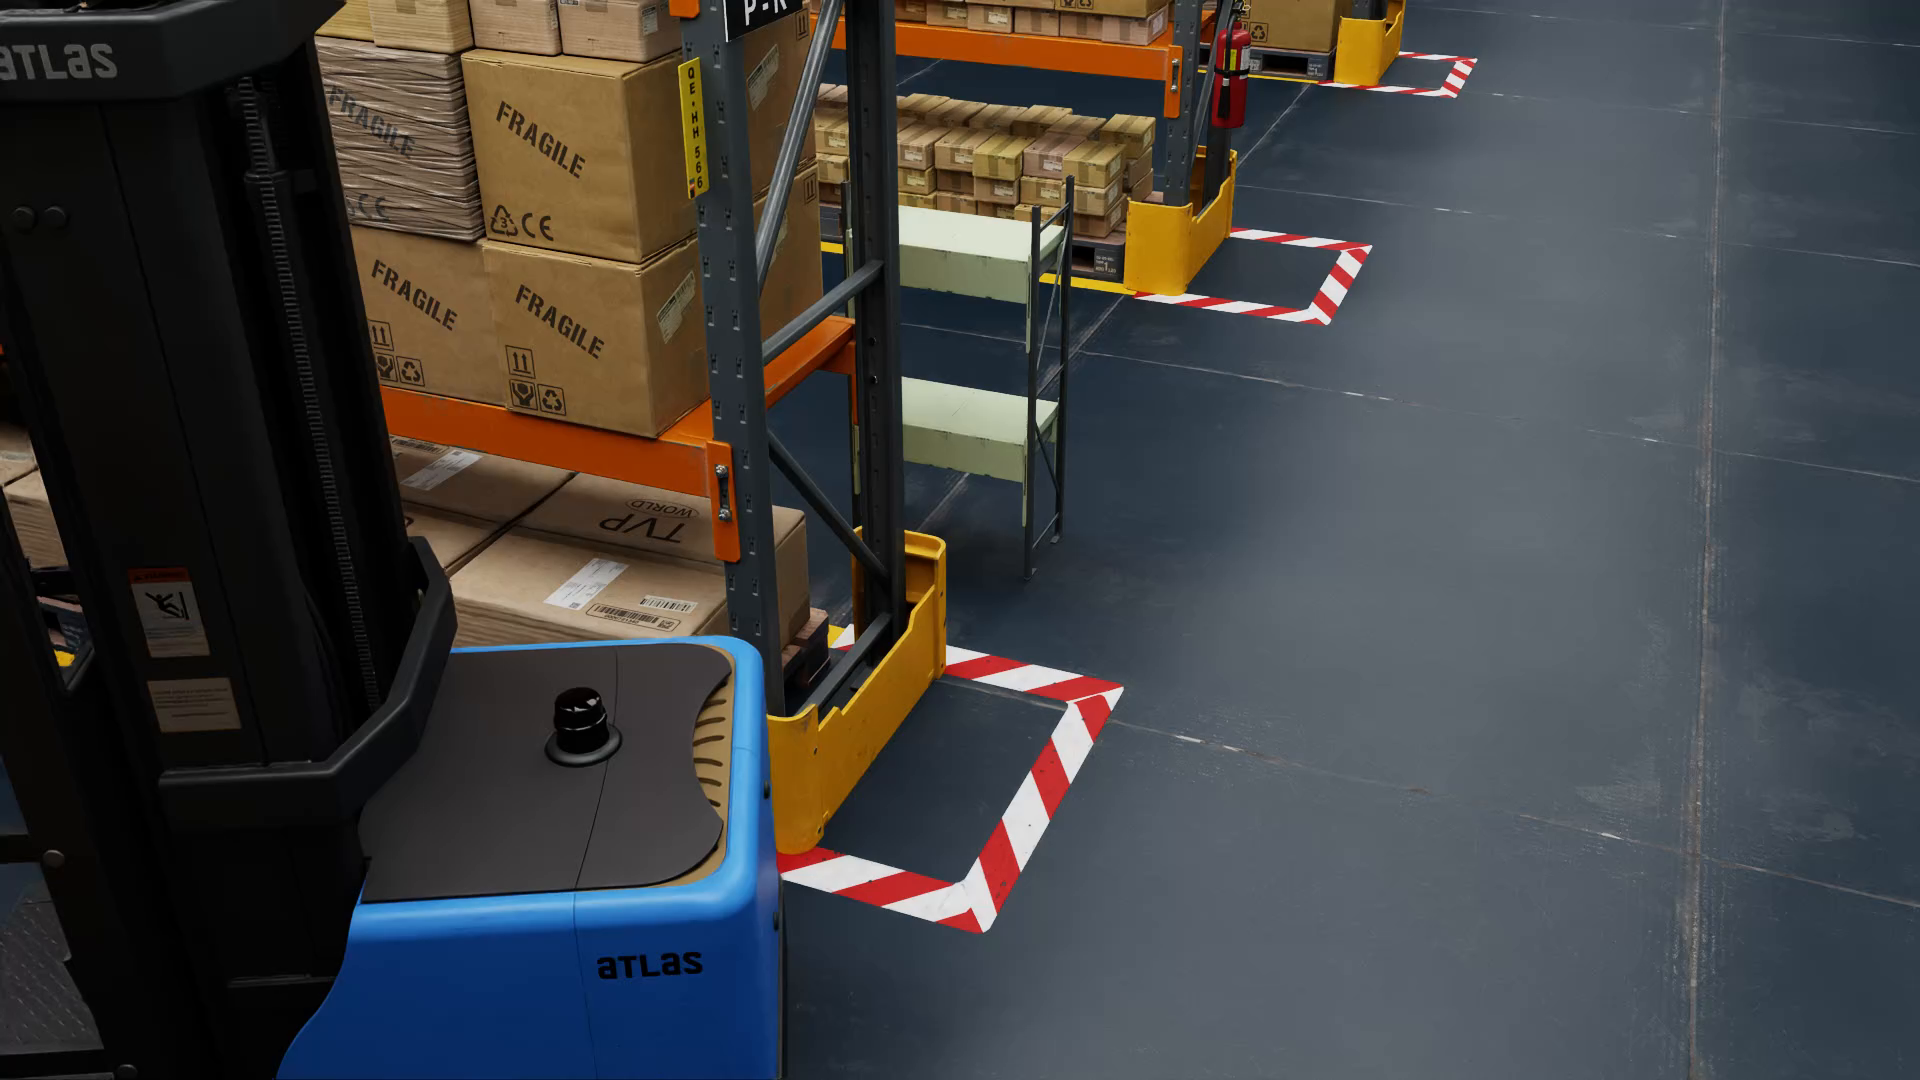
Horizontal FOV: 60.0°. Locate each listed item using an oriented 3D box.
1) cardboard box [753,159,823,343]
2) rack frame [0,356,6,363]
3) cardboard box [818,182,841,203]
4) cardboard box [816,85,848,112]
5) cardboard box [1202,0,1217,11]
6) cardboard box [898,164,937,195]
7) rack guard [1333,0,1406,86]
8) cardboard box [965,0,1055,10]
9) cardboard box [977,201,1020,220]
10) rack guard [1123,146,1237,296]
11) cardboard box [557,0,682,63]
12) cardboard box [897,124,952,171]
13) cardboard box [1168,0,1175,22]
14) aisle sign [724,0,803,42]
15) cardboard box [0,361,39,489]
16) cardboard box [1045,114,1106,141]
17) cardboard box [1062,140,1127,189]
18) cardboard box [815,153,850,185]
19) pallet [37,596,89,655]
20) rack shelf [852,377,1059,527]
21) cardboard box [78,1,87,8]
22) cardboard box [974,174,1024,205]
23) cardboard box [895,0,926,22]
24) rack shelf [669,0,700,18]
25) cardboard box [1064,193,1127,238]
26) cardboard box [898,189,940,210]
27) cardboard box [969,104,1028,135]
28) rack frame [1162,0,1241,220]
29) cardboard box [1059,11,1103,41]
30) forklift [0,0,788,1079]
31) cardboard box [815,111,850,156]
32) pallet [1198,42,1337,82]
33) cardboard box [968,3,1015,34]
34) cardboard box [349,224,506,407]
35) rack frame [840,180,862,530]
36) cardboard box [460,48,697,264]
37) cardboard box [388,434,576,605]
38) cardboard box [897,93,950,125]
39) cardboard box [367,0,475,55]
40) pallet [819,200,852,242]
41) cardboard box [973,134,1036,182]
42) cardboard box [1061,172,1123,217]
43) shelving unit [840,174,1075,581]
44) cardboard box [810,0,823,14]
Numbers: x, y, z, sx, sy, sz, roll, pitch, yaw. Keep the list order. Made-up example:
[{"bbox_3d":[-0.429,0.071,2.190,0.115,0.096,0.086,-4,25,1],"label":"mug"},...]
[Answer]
[{"bbox_3d":[-0.767,-0.904,5.199,0.500,0.500,0.500,11,31,19],"label":"cardboard box"},{"bbox_3d":[-4.137,-1.381,6.144,0.127,3.000,1.000,11,31,19],"label":"rack frame"},{"bbox_3d":[-0.663,-2.149,9.974,0.250,0.149,0.380,12,32,21],"label":"cardboard box"},{"bbox_3d":[-0.706,-2.702,10.348,0.250,0.149,0.380,10,31,17],"label":"cardboard box"},{"bbox_3d":[1.829,-4.667,13.692,0.875,0.875,0.875,11,31,19],"label":"cardboard box"},{"bbox_3d":[-0.226,-2.140,9.656,0.250,0.149,0.380,12,32,20],"label":"cardboard box"},{"bbox_3d":[3.318,-4.067,13.437,0.348,0.500,1.175,11,31,19],"label":"rack guard"},{"bbox_3d":[0.349,-3.153,8.876,0.500,0.500,0.500,11,31,18],"label":"cardboard box"},{"bbox_3d":[0.282,-1.950,9.622,0.250,0.149,0.380,11,31,19],"label":"cardboard box"},{"bbox_3d":[1.267,-1.842,9.501,0.348,0.500,1.175,11,31,19],"label":"rack guard"},{"bbox_3d":[-0.838,-1.377,4.361,0.250,0.149,0.380,12,32,20],"label":"cardboard box"},{"bbox_3d":[-0.234,-2.263,9.572,0.250,0.149,0.380,12,32,21],"label":"cardboard box"},{"bbox_3d":[1.160,-3.016,9.294,0.250,0.149,0.380,11,31,19],"label":"cardboard box"},{"bbox_3d":[-0.480,-1.618,3.922,0.004,0.787,0.394,11,31,19],"label":"aisle sign"},{"bbox_3d":[-3.595,-0.283,6.379,0.875,0.438,0.875,11,31,18],"label":"cardboard box"},{"bbox_3d":[0.679,-2.365,9.752,0.250,0.149,0.380,12,32,20],"label":"cardboard box"},{"bbox_3d":[0.751,-2.099,9.282,0.250,0.149,0.380,12,32,20],"label":"cardboard box"},{"bbox_3d":[-0.722,-2.235,9.823,0.250,0.149,0.380,12,31,20],"label":"cardboard box"},{"bbox_3d":[-3.462,0.010,6.518,1.213,0.211,1.003,11,31,19],"label":"pallet"},{"bbox_3d":[-0.006,-0.370,6.544,0.720,0.370,0.431,11,31,19],"label":"rack shelf"},{"bbox_3d":[-2.538,-1.675,4.888,0.250,0.149,0.380,11,31,19],"label":"cardboard box"},{"bbox_3d":[0.259,-2.050,9.497,0.250,0.149,0.380,10,31,17],"label":"cardboard box"},{"bbox_3d":[-0.232,-3.017,9.294,0.250,0.149,0.380,10,31,17],"label":"cardboard box"},{"bbox_3d":[-2.284,-2.003,4.929,4.000,0.370,1.077,11,31,19],"label":"rack shelf"},{"bbox_3d":[0.771,-1.860,9.463,0.250,0.149,0.380,12,32,20],"label":"cardboard box"},{"bbox_3d":[-0.211,-2.008,9.725,0.250,0.149,0.380,10,31,17],"label":"cardboard box"},{"bbox_3d":[0.232,-2.478,9.952,0.250,0.149,0.380,10,31,17],"label":"cardboard box"},{"bbox_3d":[1.337,-2.916,8.861,0.127,3.000,1.000,11,31,19],"label":"rack frame"},{"bbox_3d":[0.712,-2.802,8.913,0.250,0.149,0.380,11,31,19],"label":"cardboard box"},{"bbox_3d":[-1.949,0.189,3.436,3.031,2.935,1.130,-3,30,-4],"label":"forklift"},{"bbox_3d":[-0.690,-2.398,9.810,0.250,0.149,0.380,11,31,19],"label":"cardboard box"},{"bbox_3d":[2.525,-4.057,13.714,1.213,0.211,1.003,11,31,19],"label":"pallet"},{"bbox_3d":[0.229,-2.878,9.048,0.250,0.149,0.380,12,32,20],"label":"cardboard box"},{"bbox_3d":[-1.436,-0.752,4.931,0.500,0.500,0.500,11,31,18],"label":"cardboard box"},{"bbox_3d":[-0.345,-0.722,6.503,0.023,1.500,0.400,11,31,19],"label":"rack frame"},{"bbox_3d":[-0.967,-1.100,4.530,0.500,0.500,0.500,12,32,21],"label":"cardboard box"},{"bbox_3d":[-1.931,0.050,5.790,0.875,0.438,0.875,12,32,20],"label":"cardboard box"},{"bbox_3d":[-0.248,-2.603,10.173,0.250,0.149,0.380,12,32,20],"label":"cardboard box"},{"bbox_3d":[-1.353,-1.422,4.441,0.250,0.149,0.380,11,31,19],"label":"cardboard box"},{"bbox_3d":[-0.599,-2.109,10.267,1.213,0.211,1.003,11,31,19],"label":"pallet"},{"bbox_3d":[0.252,-2.162,9.393,0.250,0.149,0.380,11,31,18],"label":"cardboard box"},{"bbox_3d":[0.741,-1.955,9.329,0.250,0.149,0.380,10,31,18],"label":"cardboard box"},{"bbox_3d":[-0.006,-0.654,6.383,0.755,1.500,0.431,11,31,19],"label":"shelving unit"},{"bbox_3d":[-0.725,-3.095,9.433,0.250,0.149,0.380,13,32,21],"label":"cardboard box"}]
